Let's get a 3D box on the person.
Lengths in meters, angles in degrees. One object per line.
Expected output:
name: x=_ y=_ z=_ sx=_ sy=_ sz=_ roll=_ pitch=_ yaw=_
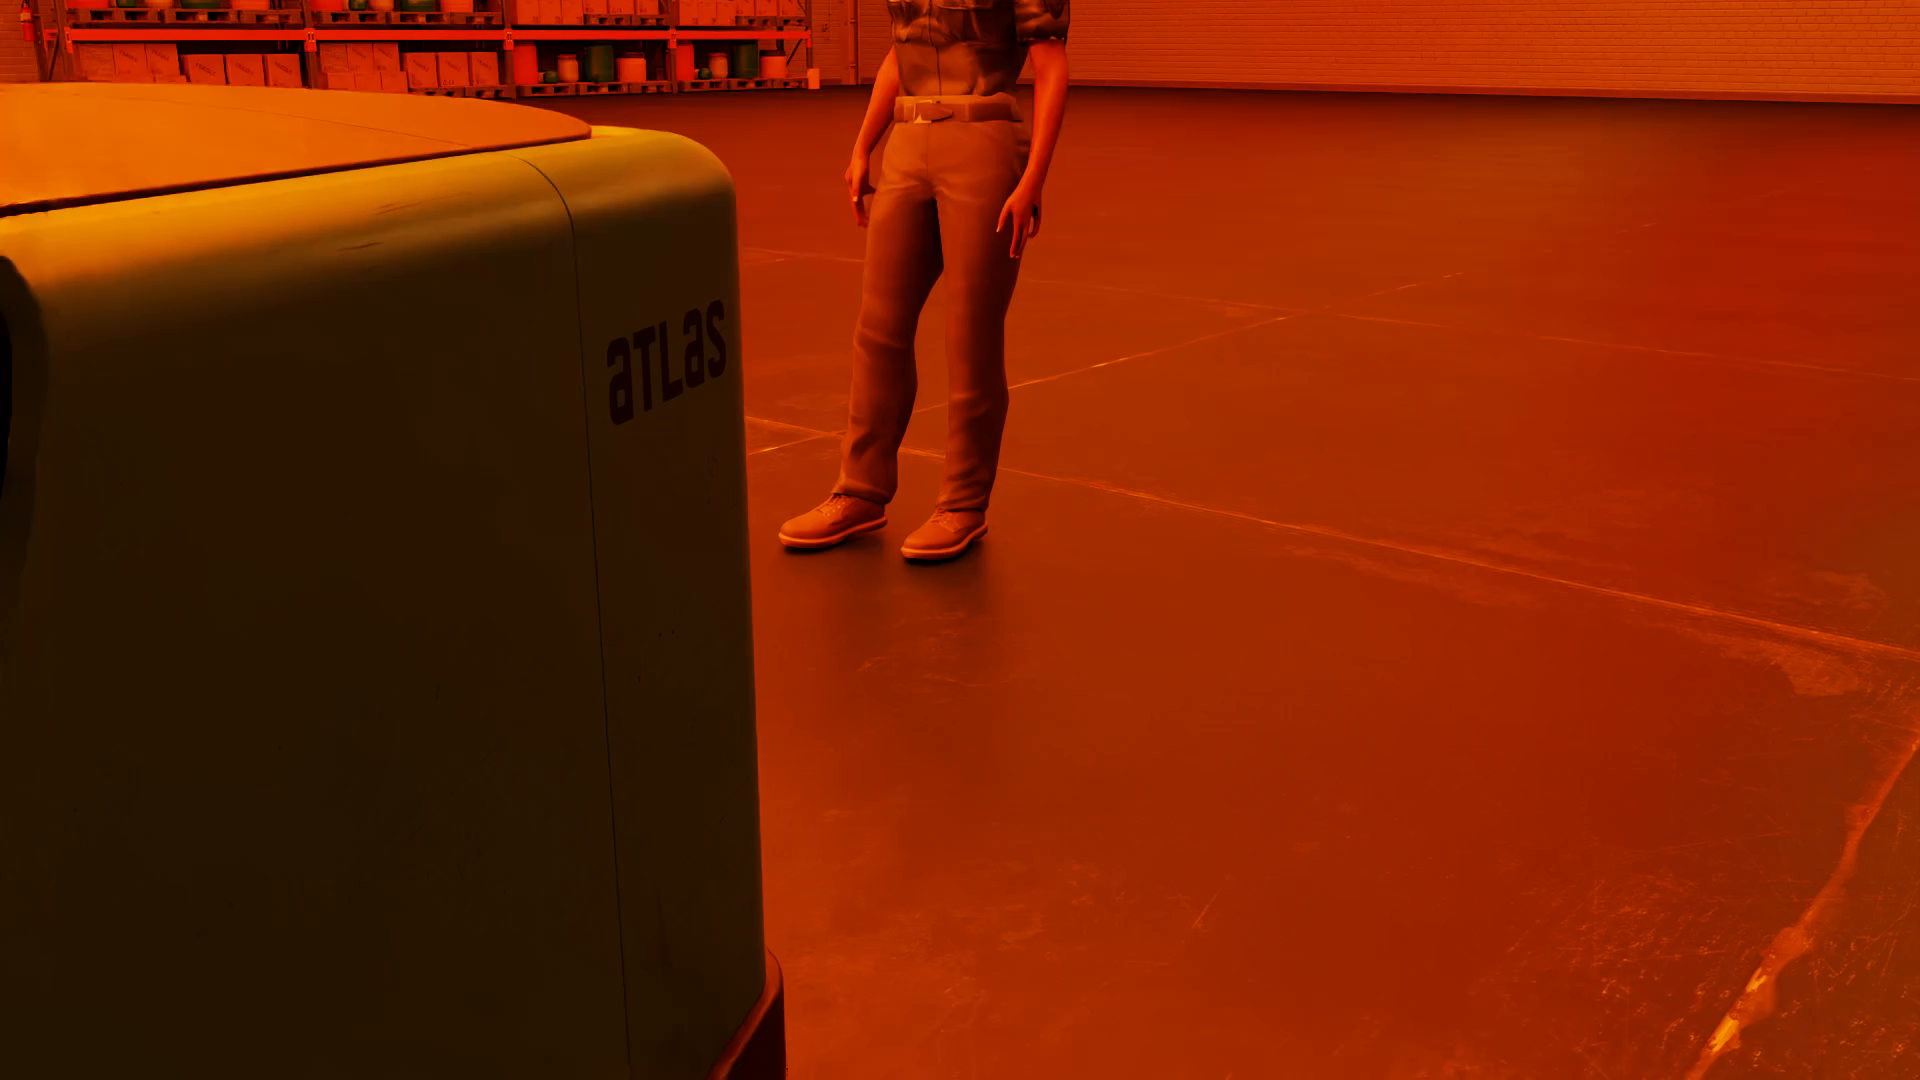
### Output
person: x=-0.071 y=-0.782 z=3.646 sx=0.570 sy=1.656 sz=0.503 roll=13 pitch=21 yaw=37
